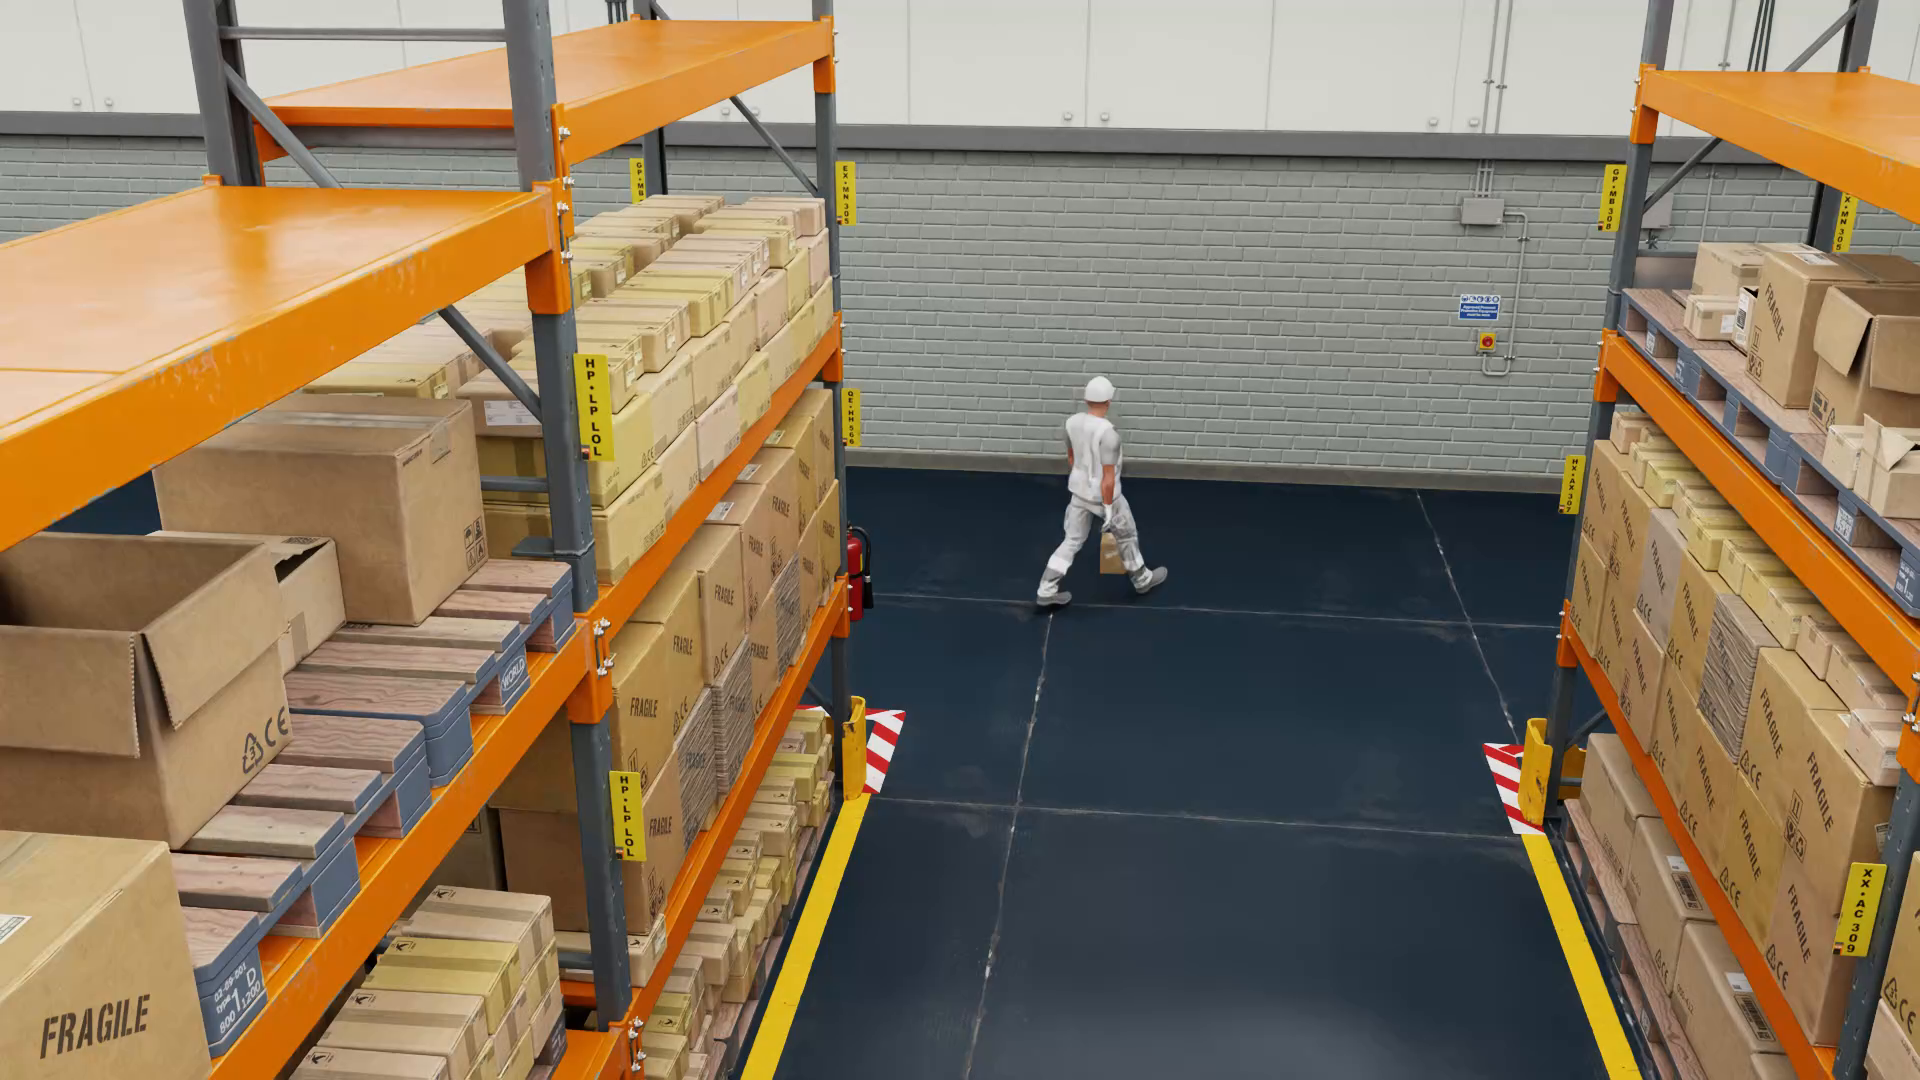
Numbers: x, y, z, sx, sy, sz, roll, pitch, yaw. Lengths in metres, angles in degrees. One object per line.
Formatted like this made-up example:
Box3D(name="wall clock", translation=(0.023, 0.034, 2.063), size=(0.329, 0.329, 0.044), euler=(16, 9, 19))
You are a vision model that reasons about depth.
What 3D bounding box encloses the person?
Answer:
Box3D(name="person", translation=(1.053, -0.372, 12.065), size=(1.066, 1.726, 0.575), euler=(-18, 27, -38))
